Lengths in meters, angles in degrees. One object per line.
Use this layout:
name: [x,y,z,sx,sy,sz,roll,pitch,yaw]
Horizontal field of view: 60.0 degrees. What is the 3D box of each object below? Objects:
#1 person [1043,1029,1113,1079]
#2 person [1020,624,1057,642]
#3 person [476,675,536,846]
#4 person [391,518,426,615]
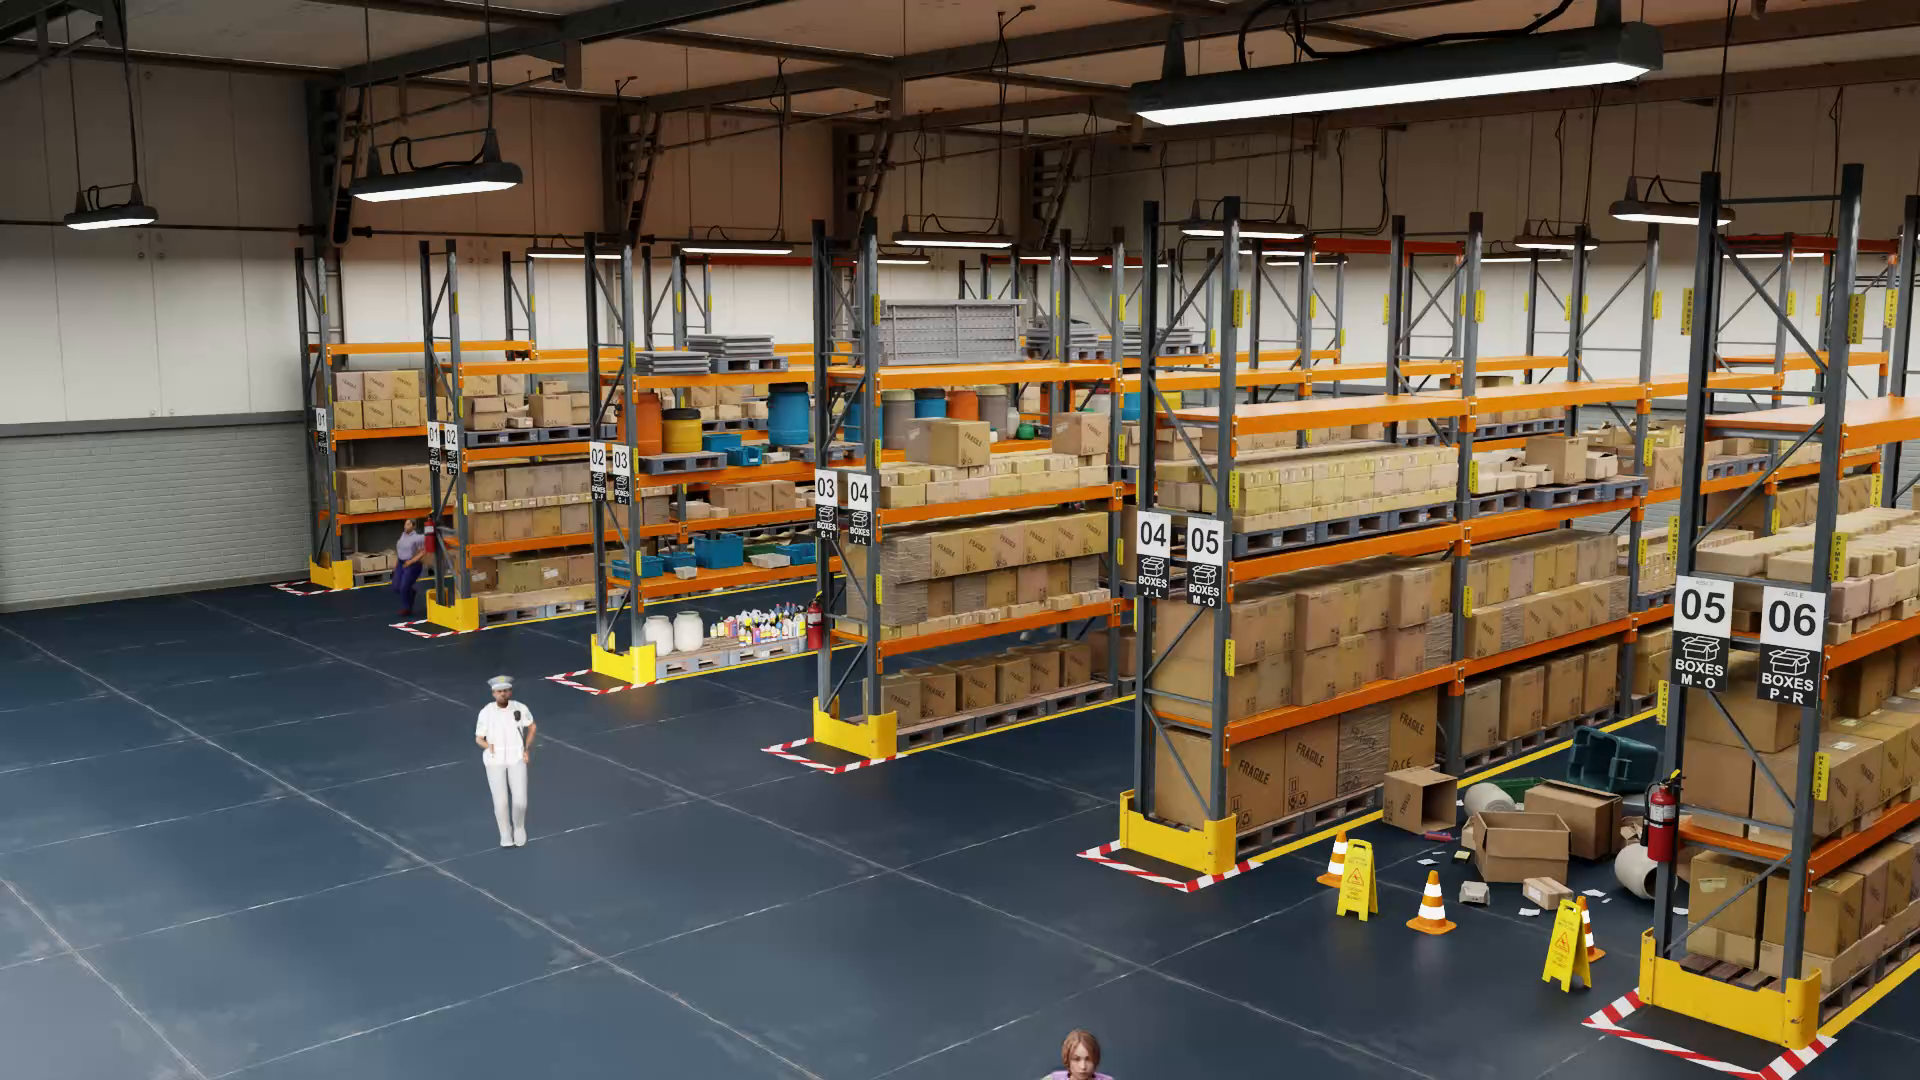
person: [0.576,3.180,8.185,0.517,1.630,0.784,-1,8,-4]
person: [1.164,0.545,23.812,0.587,1.762,0.728,7,11,39]
person: [-4.216,2.079,15.493,0.554,1.665,0.611,-2,9,-16]
person: [-8.920,0.423,27.061,0.612,1.589,0.540,4,9,27]
